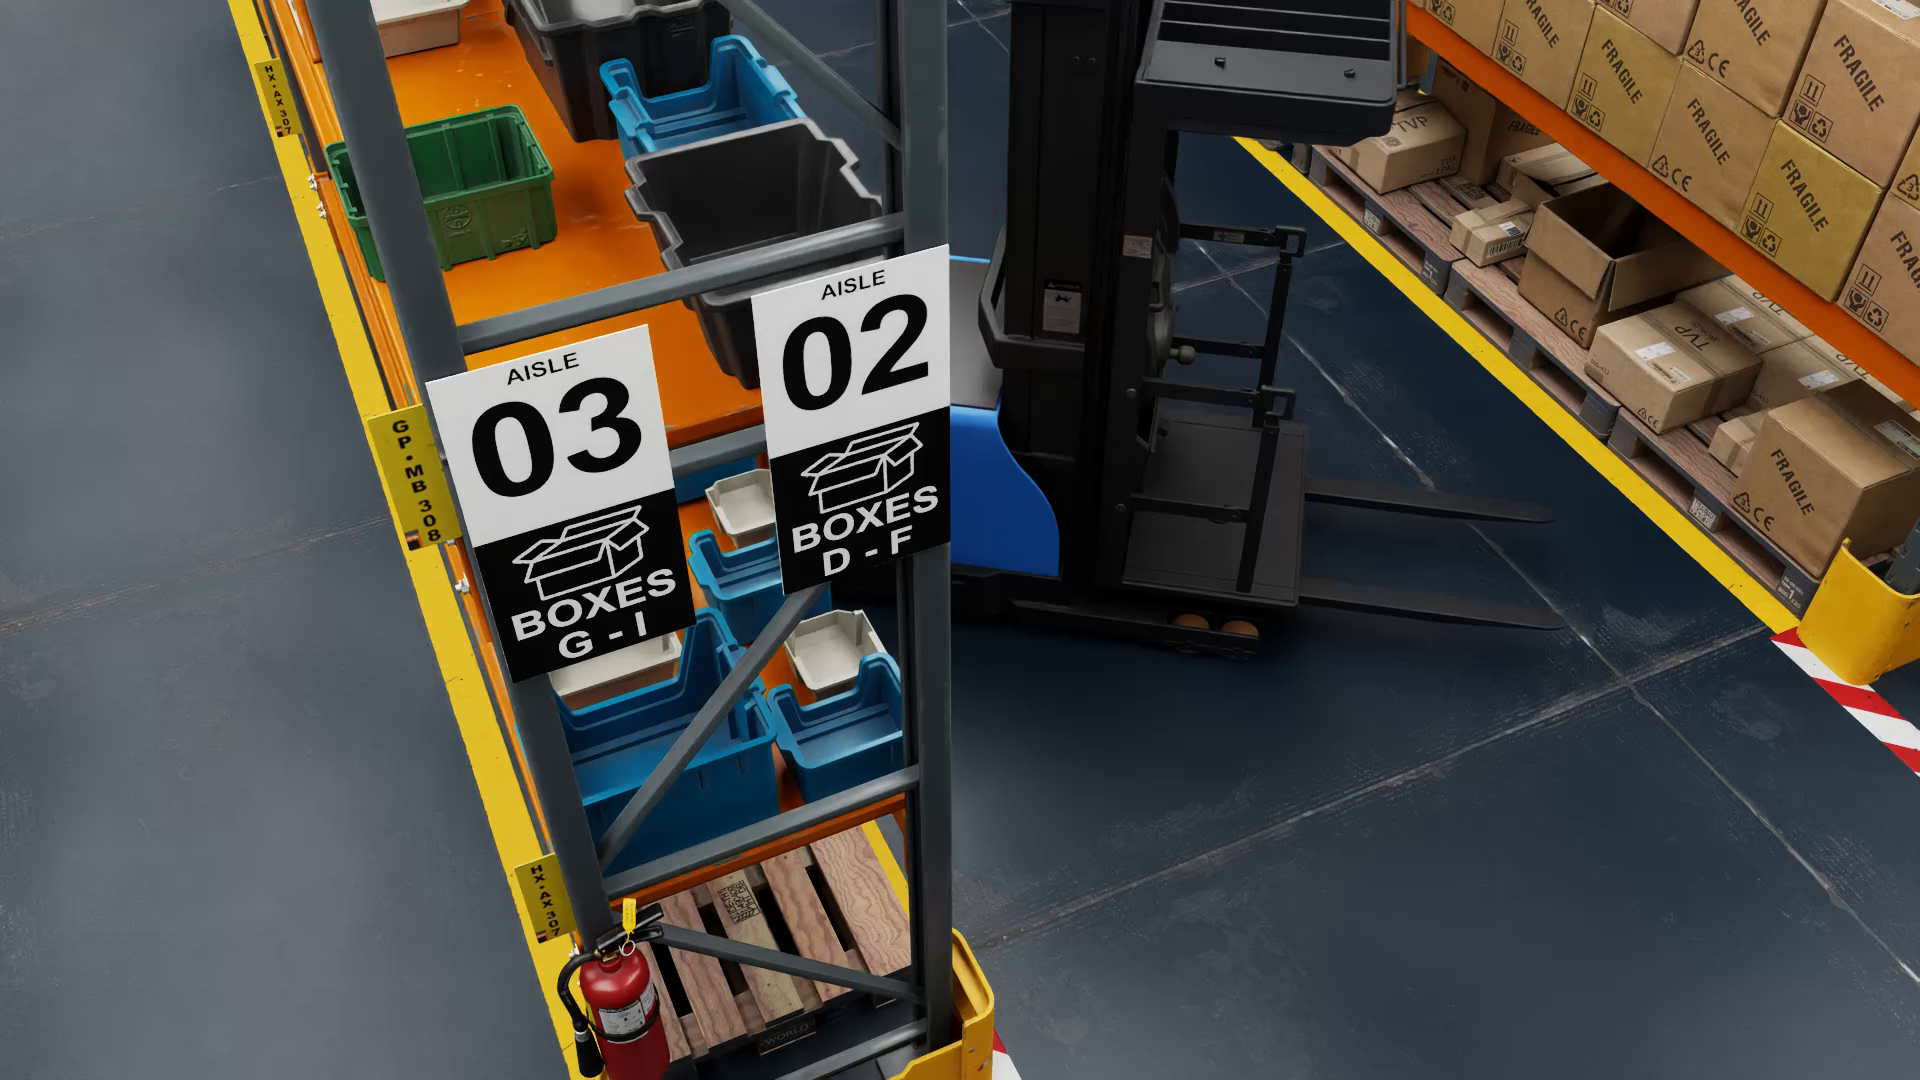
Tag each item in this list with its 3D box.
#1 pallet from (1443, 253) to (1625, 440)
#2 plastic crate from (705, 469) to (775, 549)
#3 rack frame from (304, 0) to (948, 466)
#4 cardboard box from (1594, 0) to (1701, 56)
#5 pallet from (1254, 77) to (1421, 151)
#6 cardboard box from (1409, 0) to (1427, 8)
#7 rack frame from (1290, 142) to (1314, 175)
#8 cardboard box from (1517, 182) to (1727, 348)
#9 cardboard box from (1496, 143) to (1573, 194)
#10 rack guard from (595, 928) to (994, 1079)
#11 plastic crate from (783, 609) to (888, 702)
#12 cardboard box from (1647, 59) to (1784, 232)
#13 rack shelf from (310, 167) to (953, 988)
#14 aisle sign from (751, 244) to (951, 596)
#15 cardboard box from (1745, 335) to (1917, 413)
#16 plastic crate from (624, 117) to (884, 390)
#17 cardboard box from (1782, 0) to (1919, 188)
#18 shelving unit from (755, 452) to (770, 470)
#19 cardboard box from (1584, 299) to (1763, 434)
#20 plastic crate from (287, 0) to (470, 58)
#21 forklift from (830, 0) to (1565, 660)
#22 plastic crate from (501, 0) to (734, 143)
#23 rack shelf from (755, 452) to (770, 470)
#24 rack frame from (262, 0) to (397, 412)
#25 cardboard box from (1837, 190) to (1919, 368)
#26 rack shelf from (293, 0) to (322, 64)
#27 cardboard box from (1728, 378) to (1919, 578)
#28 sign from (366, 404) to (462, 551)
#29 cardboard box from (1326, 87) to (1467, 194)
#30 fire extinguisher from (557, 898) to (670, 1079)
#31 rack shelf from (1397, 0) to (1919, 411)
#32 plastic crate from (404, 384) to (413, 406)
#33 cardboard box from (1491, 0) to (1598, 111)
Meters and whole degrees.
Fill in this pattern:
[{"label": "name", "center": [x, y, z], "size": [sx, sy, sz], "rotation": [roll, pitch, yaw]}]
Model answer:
[{"label": "pallet", "center": [3.119, -1.052, 8.035], "size": [1.003, 0.211, 1.213], "rotation": [-18, 47, -17]}, {"label": "plastic crate", "center": [-0.650, -0.095, 5.225], "size": [0.250, 0.136, 0.298], "rotation": [-18, 47, -17]}, {"label": "rack frame", "center": [-0.500, -1.388, 2.118], "size": [1.000, 3.000, 0.127], "rotation": [-18, 47, -17]}, {"label": "cardboard box", "center": [2.908, -2.285, 6.515], "size": [0.500, 0.500, 0.500], "rotation": [-17, 47, -16]}, {"label": "pallet", "center": [1.938, -2.776, 9.782], "size": [1.003, 0.211, 1.213], "rotation": [-18, 47, -17]}, {"label": "cardboard box", "center": [2.281, -2.892, 7.843], "size": [0.500, 0.500, 0.500], "rotation": [-17, 47, -16]}, {"label": "rack frame", "center": [2.314, -3.262, 8.289], "size": [1.000, 3.000, 0.127], "rotation": [-18, 47, -17]}, {"label": "cardboard box", "center": [3.109, -1.334, 7.799], "size": [0.797, 0.503, 0.637], "rotation": [-18, 47, -17]}, {"label": "cardboard box", "center": [3.023, -1.903, 8.628], "size": [0.380, 0.149, 0.250], "rotation": [-18, 47, -17]}, {"label": "rack guard", "center": [-0.478, 1.649, 5.092], "size": [1.175, 0.500, 0.348], "rotation": [-18, 47, -17]}, {"label": "plastic crate", "center": [-0.365, 0.337, 4.787], "size": [0.250, 0.136, 0.298], "rotation": [-18, 47, -17]}, {"label": "cardboard box", "center": [3.135, -1.602, 6.536], "size": [0.500, 0.500, 0.500], "rotation": [-18, 47, -17]}, {"label": "rack shelf", "center": [-1.341, -0.271, 5.770], "size": [1.077, 0.370, 4.000], "rotation": [-18, 47, -17]}, {"label": "aisle sign", "center": [-0.200, -0.219, 3.355], "size": [0.394, 0.787, 0.004], "rotation": [-18, 47, -17]}, {"label": "cardboard box", "center": [3.815, -0.639, 7.276], "size": [0.500, 0.250, 0.500], "rotation": [-18, 47, -17]}, {"label": "plastic crate", "center": [-0.409, -0.601, 3.550], "size": [0.497, 0.269, 0.590], "rotation": [-18, 47, -17]}, {"label": "cardboard box", "center": [3.346, -1.628, 5.850], "size": [0.500, 0.500, 0.500], "rotation": [-17, 47, -16]}, {"label": "shelving unit", "center": [-0.815, -0.588, 6.852], "size": [0.538, 1.125, 1.048], "rotation": [-5, 46, 8]}, {"label": "cardboard box", "center": [3.172, -0.778, 7.417], "size": [0.500, 0.250, 0.500], "rotation": [-18, 47, -17]}, {"label": "plastic crate", "center": [-1.594, -1.470, 4.525], "size": [0.437, 0.136, 0.530], "rotation": [-18, 47, -17]}, {"label": "forklift", "center": [0.924, -0.971, 6.016], "size": [3.031, 2.935, 1.130], "rotation": [7, 45, 8]}, {"label": "plastic crate", "center": [-0.893, -1.353, 4.263], "size": [0.504, 0.338, 0.767], "rotation": [-18, 47, -17]}, {"label": "rack shelf", "center": [-0.775, -0.420, 7.025], "size": [0.538, 0.278, 1.000], "rotation": [-5, 46, 8]}, {"label": "rack frame", "center": [-2.182, -1.801, 6.809], "size": [1.000, 3.000, 0.127], "rotation": [-18, 47, -17]}, {"label": "cardboard box", "center": [3.561, -0.953, 5.878], "size": [0.500, 0.500, 0.500], "rotation": [-17, 47, -16]}, {"label": "rack shelf", "center": [-1.341, -2.264, 3.803], "size": [1.077, 0.370, 4.000], "rotation": [-18, 47, -17]}, {"label": "cardboard box", "center": [3.544, -0.253, 6.706], "size": [0.500, 0.500, 0.500], "rotation": [-18, 47, -17]}, {"label": "sign", "center": [-0.992, -0.110, 3.033], "size": [0.100, 0.325, 0.005], "rotation": [-18, 47, -17]}, {"label": "cardboard box", "center": [2.294, -2.130, 8.743], "size": [0.500, 0.311, 0.500], "rotation": [-18, 47, -17]}, {"label": "fire extinguisher", "center": [-0.849, 1.138, 4.150], "size": [0.296, 0.674, 0.183], "rotation": [-18, 47, -17]}, {"label": "rack shelf", "center": [3.155, -1.731, 7.250], "size": [1.077, 0.370, 4.000], "rotation": [-18, 47, -17]}, {"label": "plastic crate", "center": [-1.596, -0.447, 5.513], "size": [0.416, 0.233, 0.300], "rotation": [-18, 47, -17]}, {"label": "cardboard box", "center": [2.708, -2.247, 7.189], "size": [0.500, 0.500, 0.500], "rotation": [-18, 47, -18]}]
